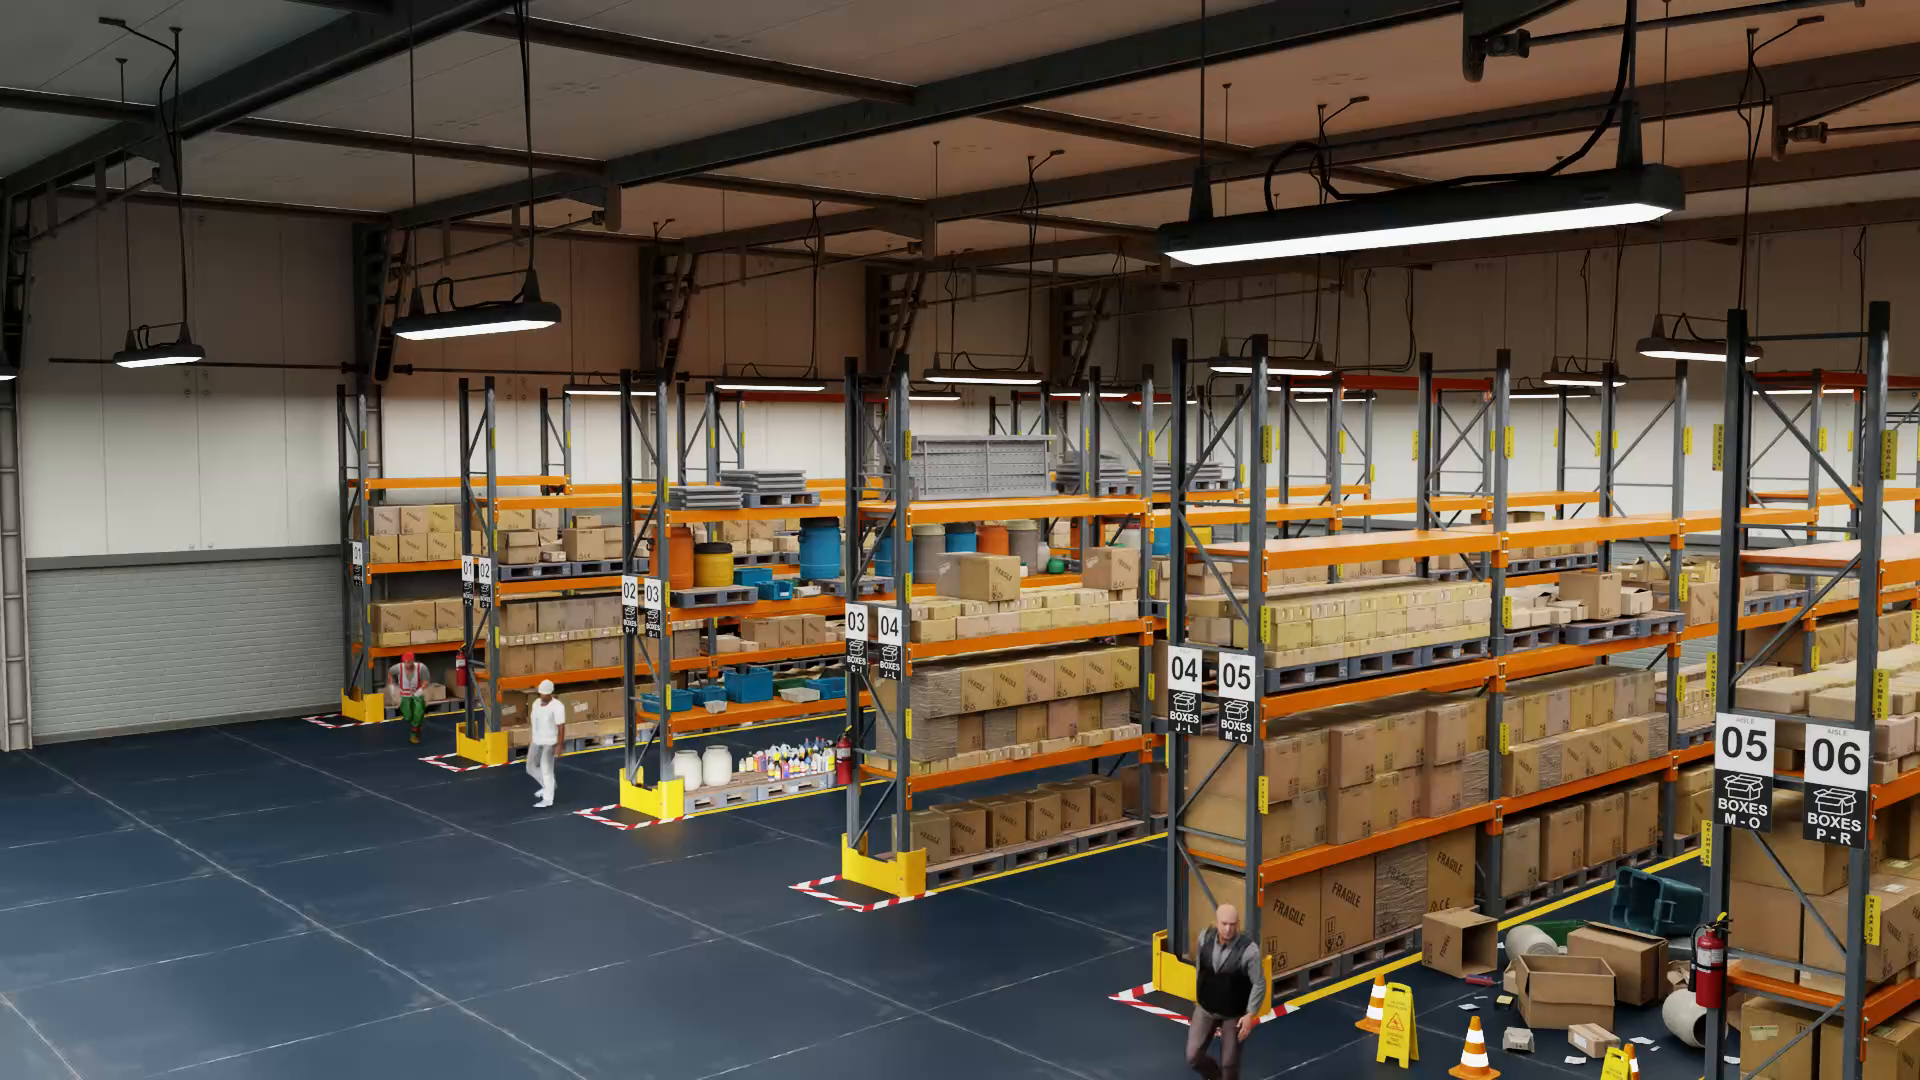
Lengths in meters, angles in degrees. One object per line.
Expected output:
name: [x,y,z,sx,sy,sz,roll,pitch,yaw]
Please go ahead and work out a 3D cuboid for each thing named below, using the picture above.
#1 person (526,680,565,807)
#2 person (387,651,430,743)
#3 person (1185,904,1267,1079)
person: [-5.670,2.773,22.853,0.702,1.763,0.500,2,4,33]
person: [-9.068,2.585,27.370,0.688,1.581,0.883,-1,4,-11]
person: [1.992,3.514,12.417,0.659,1.682,0.640,2,4,29]
